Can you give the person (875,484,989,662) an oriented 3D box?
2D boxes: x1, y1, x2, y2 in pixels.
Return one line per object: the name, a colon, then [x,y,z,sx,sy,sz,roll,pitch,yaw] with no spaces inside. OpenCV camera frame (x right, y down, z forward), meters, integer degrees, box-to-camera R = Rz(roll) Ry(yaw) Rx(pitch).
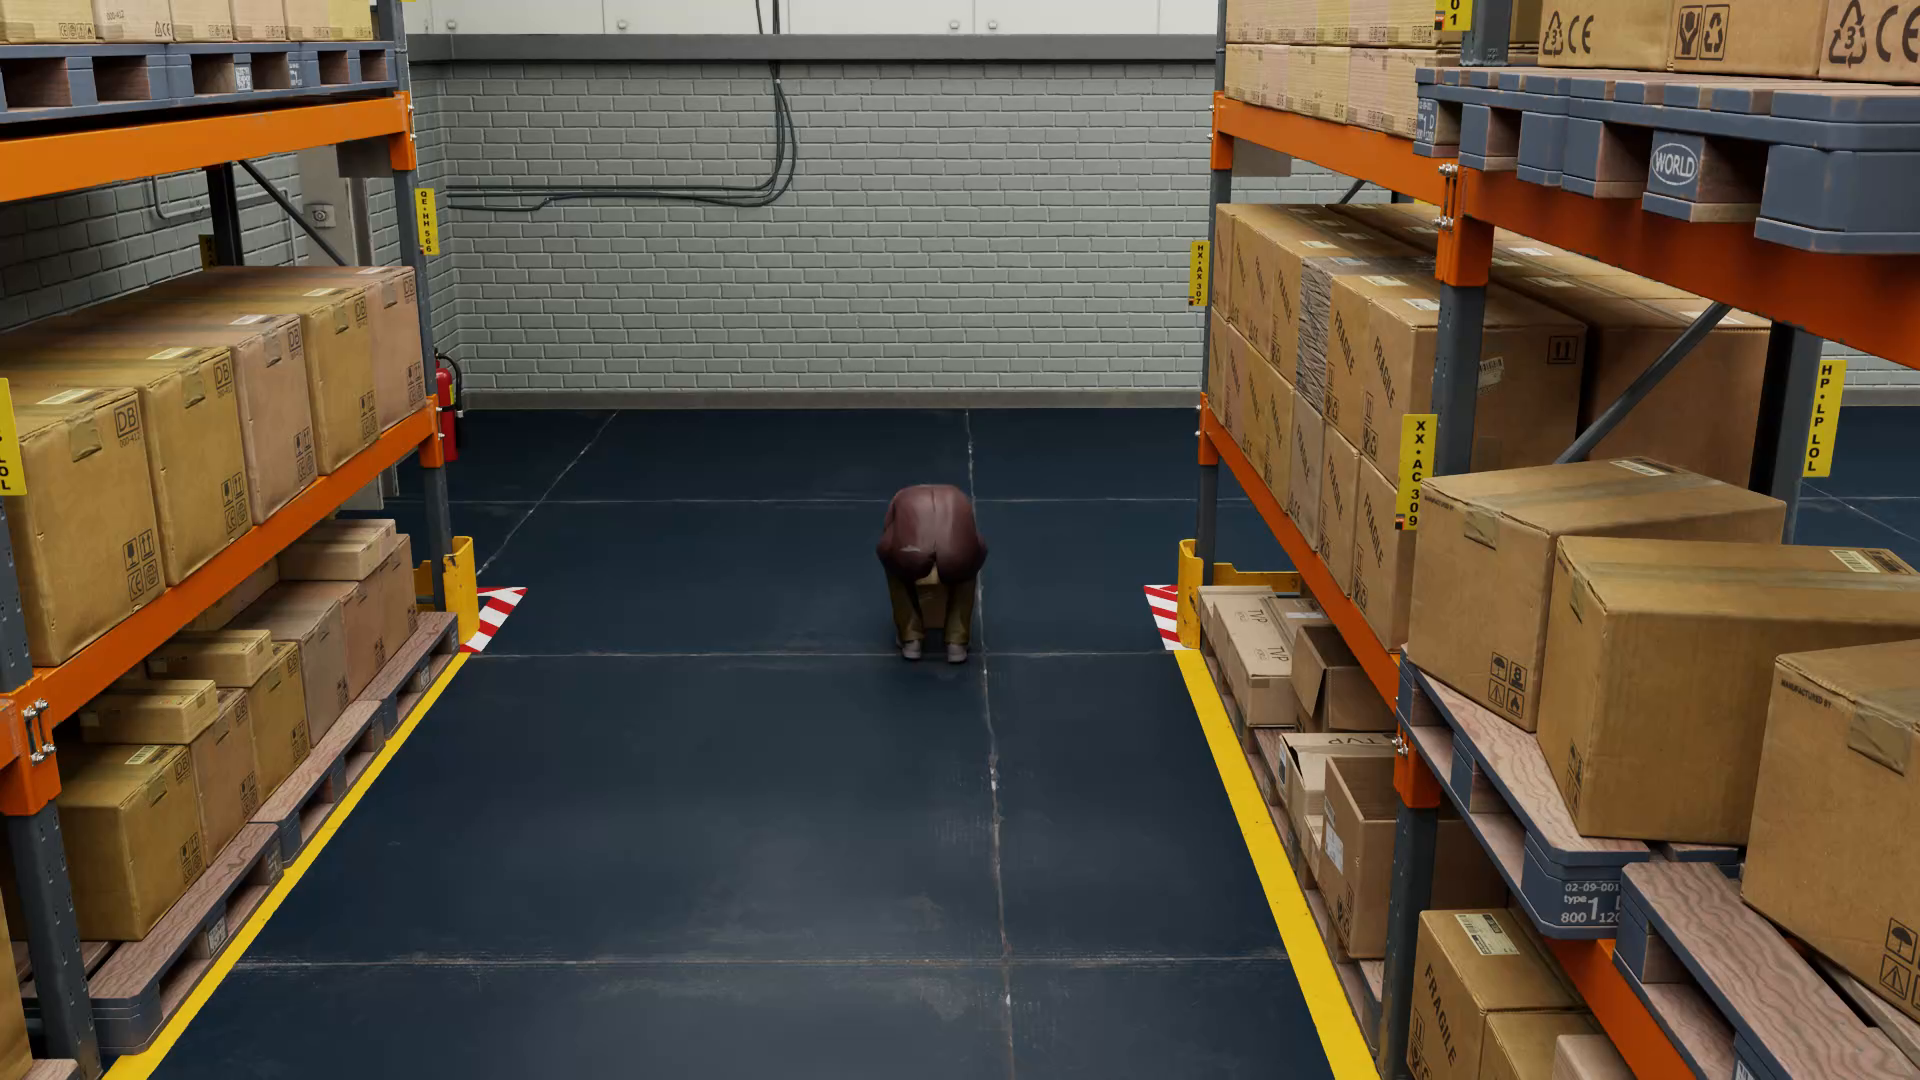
person: [-0.149,0.125,8.709,0.586,0.909,0.951,-1,17,-3]
